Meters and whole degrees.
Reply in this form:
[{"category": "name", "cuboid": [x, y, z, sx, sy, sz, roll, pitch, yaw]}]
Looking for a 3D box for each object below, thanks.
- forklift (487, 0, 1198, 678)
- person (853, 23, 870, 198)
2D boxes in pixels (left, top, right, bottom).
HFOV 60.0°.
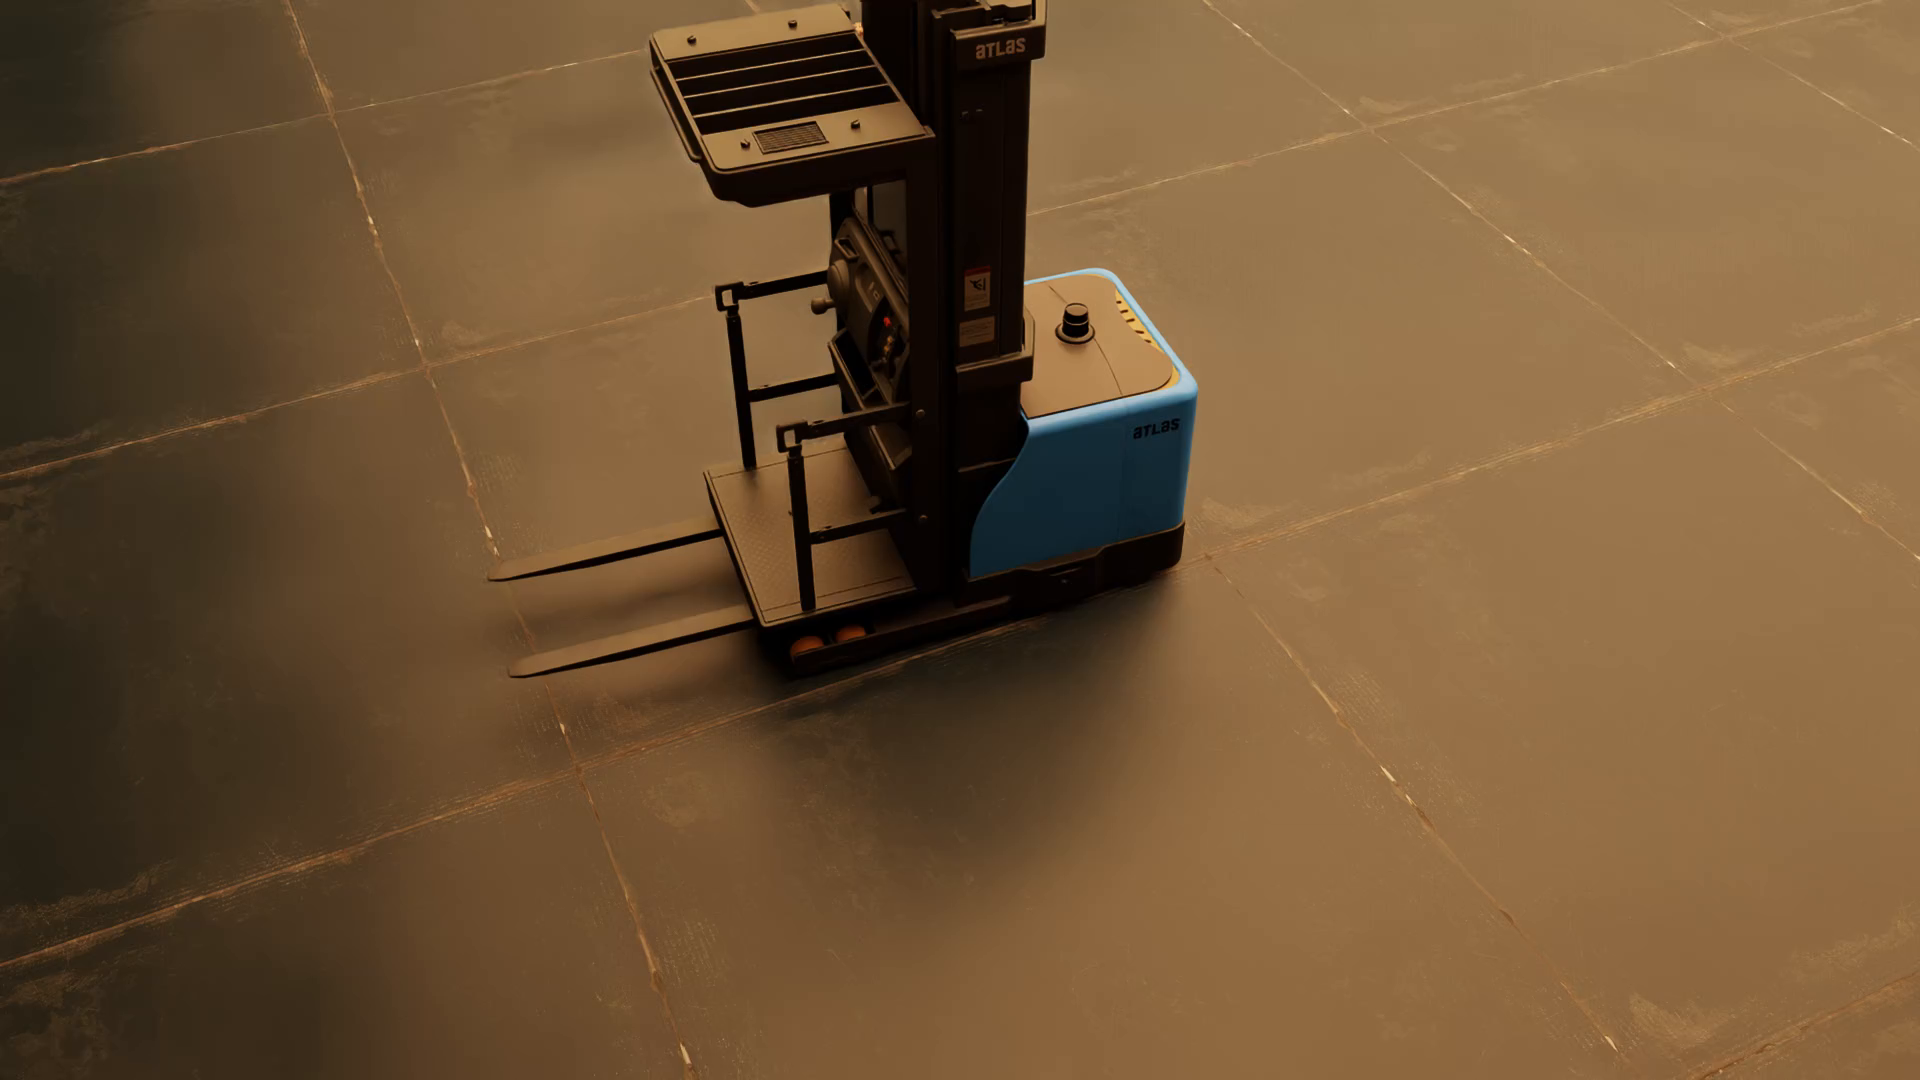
[{"category": "forklift", "cuboid": [-0.555, -0.902, 6.647, 3.031, 2.935, 1.130, -14, 45, -14]}, {"category": "person", "cuboid": [-0.362, -2.448, 9.243, 0.607, 1.706, 1.007, -21, 47, -21]}]
